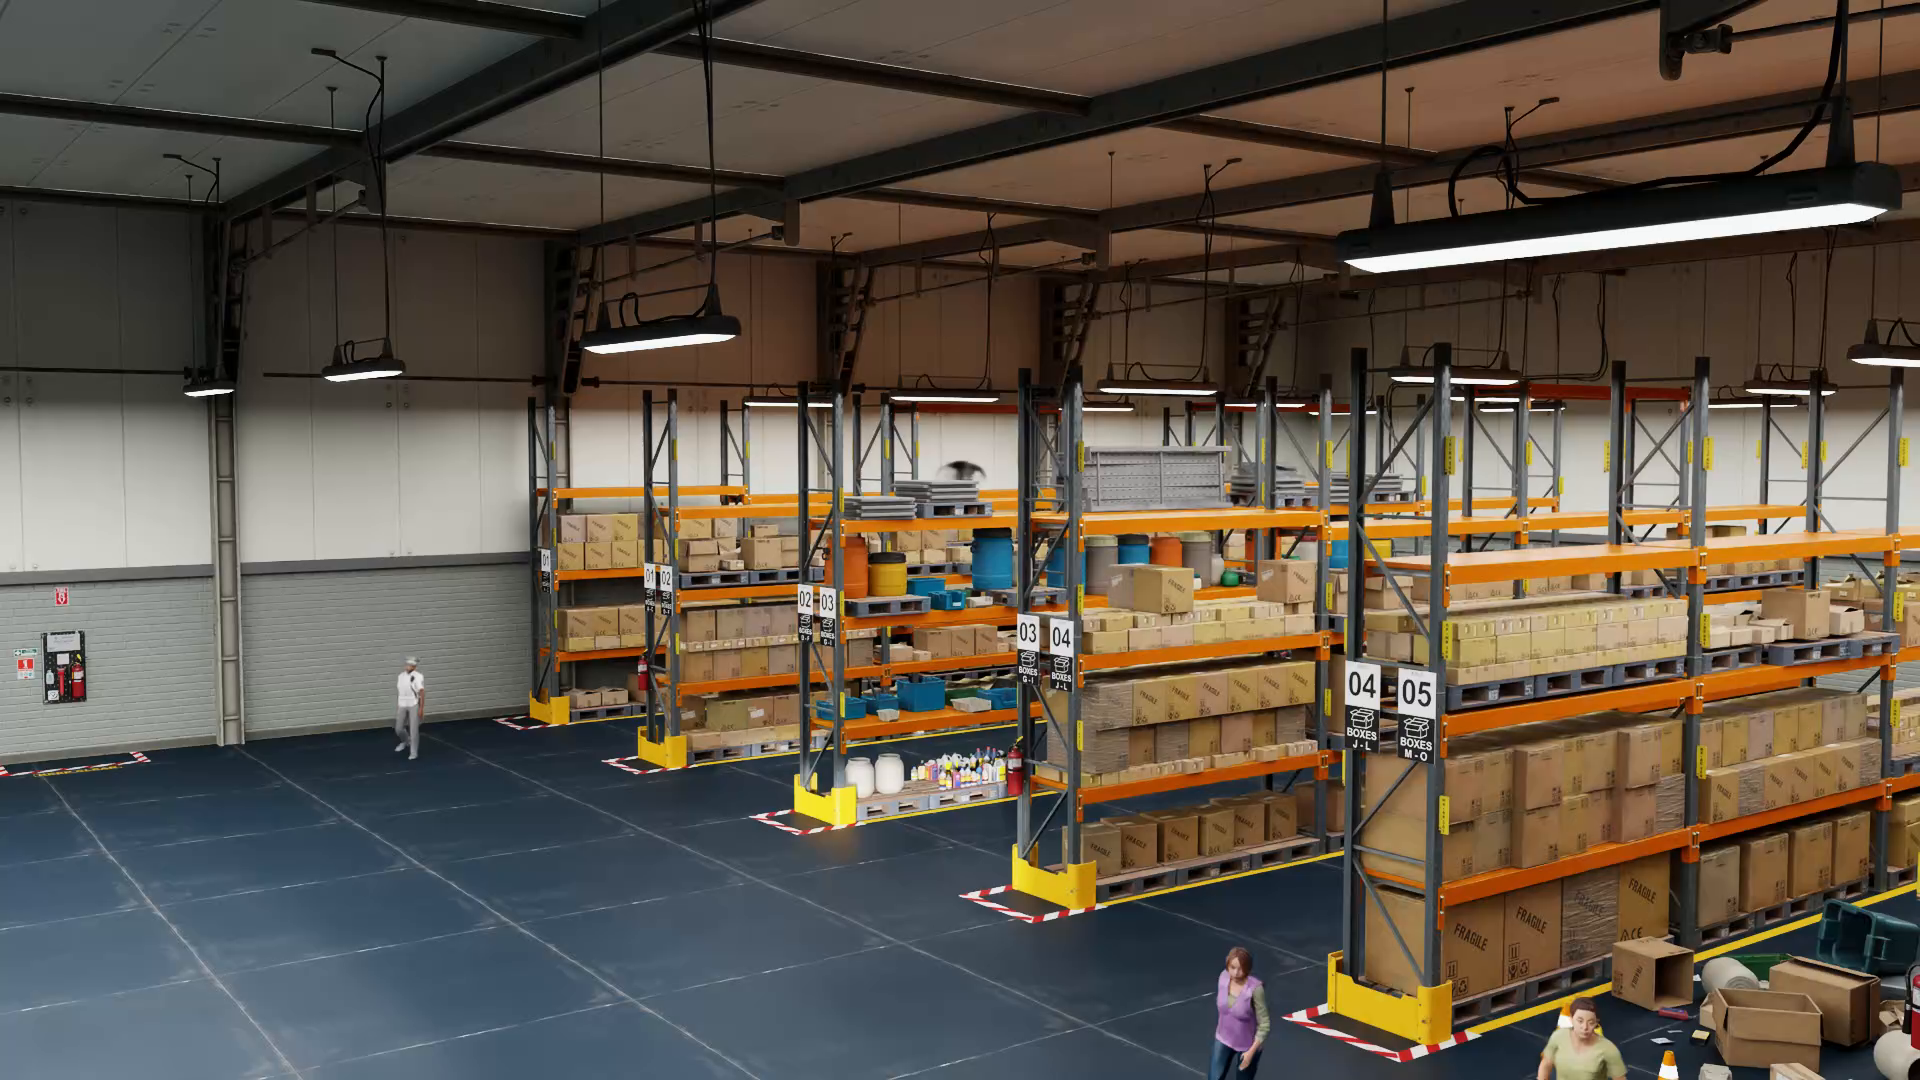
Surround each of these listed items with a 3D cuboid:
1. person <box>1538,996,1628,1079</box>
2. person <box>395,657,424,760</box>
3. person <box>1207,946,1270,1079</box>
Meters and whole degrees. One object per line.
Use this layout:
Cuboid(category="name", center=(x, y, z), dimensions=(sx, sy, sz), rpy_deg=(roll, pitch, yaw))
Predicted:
Cuboid(category="person", center=(4.112, 3.724, 10.897), dimensions=(0.635, 1.602, 0.788), rpy_deg=(2, 4, 32))
Cuboid(category="person", center=(-8.990, 2.721, 27.146), dimensions=(0.600, 1.679, 0.538), rpy_deg=(0, 3, 4))
Cuboid(category="person", center=(2.038, 3.694, 12.089), dimensions=(0.505, 1.495, 0.701), rpy_deg=(2, 4, 28))
